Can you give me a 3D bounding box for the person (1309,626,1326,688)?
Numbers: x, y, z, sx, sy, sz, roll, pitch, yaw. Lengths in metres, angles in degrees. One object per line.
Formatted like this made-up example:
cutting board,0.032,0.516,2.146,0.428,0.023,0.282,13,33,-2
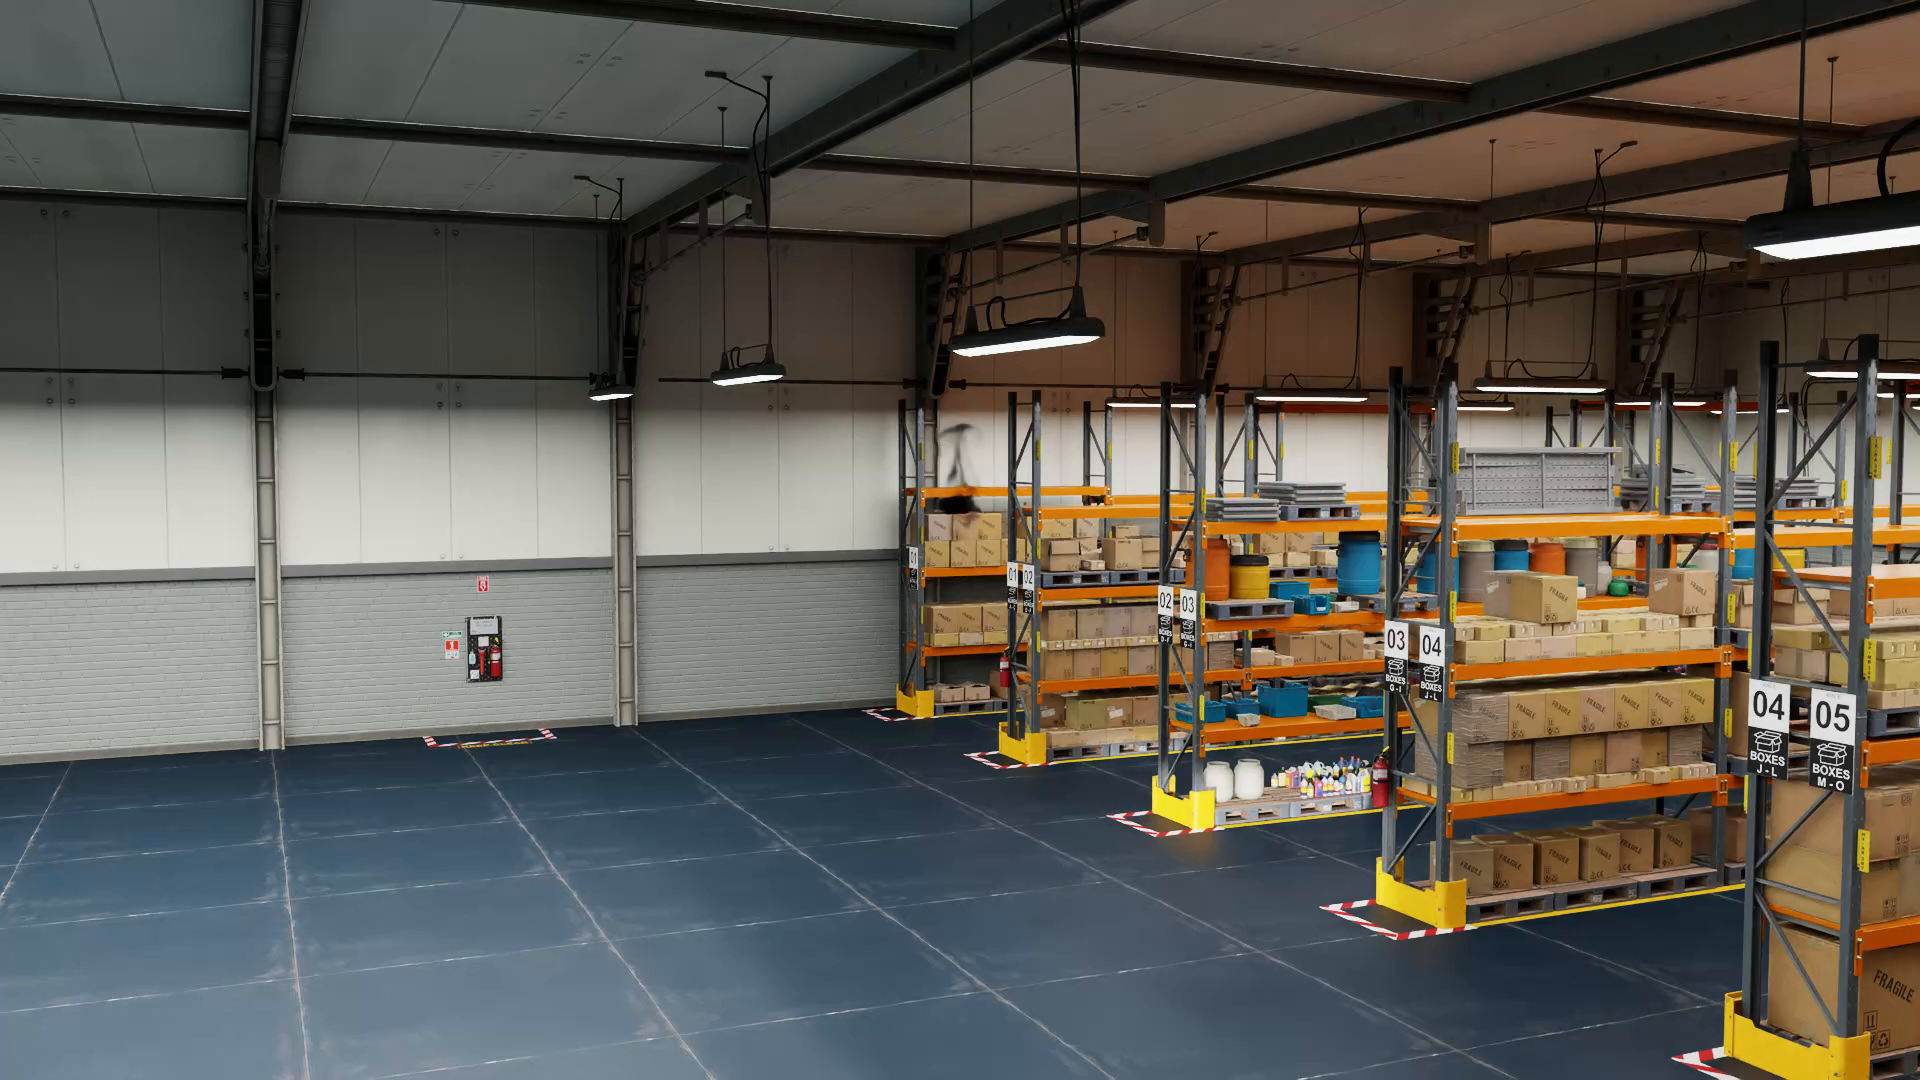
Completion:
person,7.058,2.415,32.800,0.689,1.696,0.549,-2,4,-25
